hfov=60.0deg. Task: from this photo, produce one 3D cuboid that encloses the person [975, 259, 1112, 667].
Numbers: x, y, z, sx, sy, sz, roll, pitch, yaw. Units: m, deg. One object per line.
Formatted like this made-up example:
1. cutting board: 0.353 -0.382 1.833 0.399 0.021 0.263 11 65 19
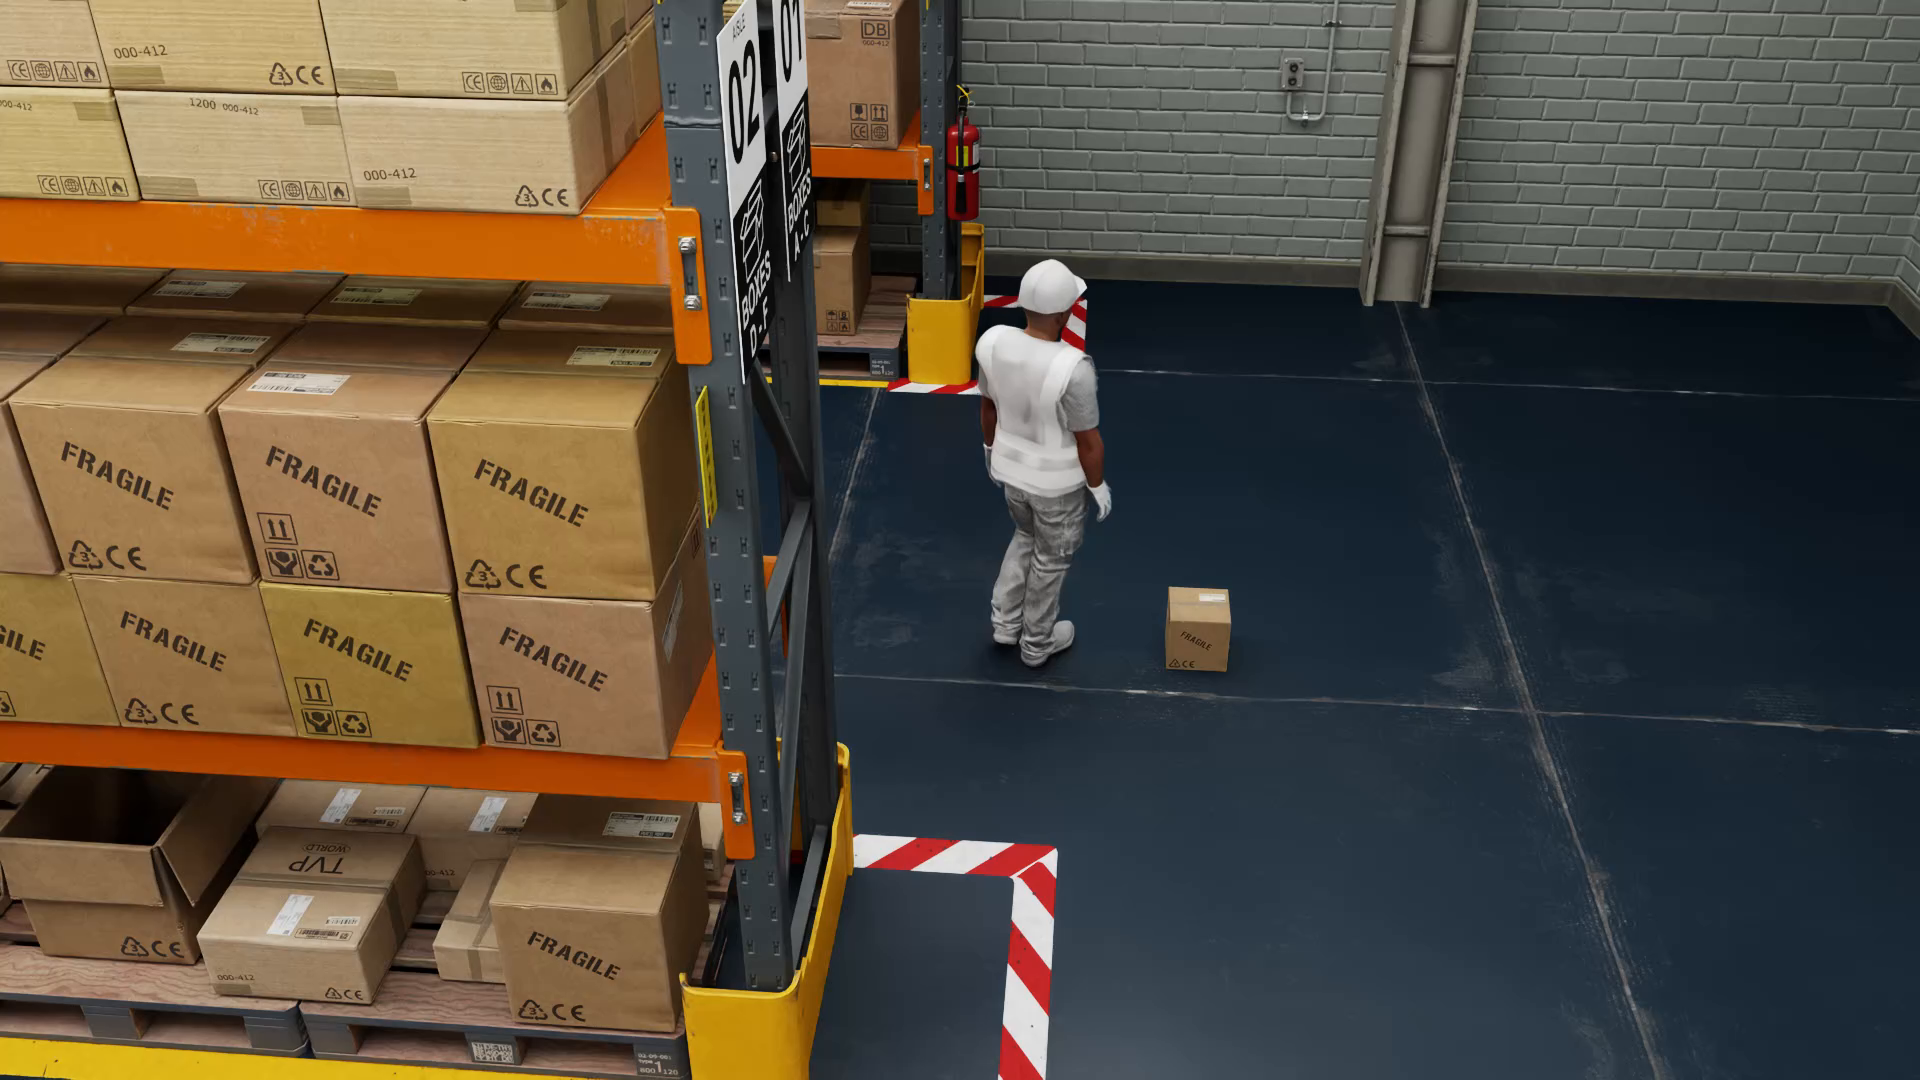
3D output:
1. person: 0.338 -0.259 6.557 0.577 1.825 0.410 26 40 35
